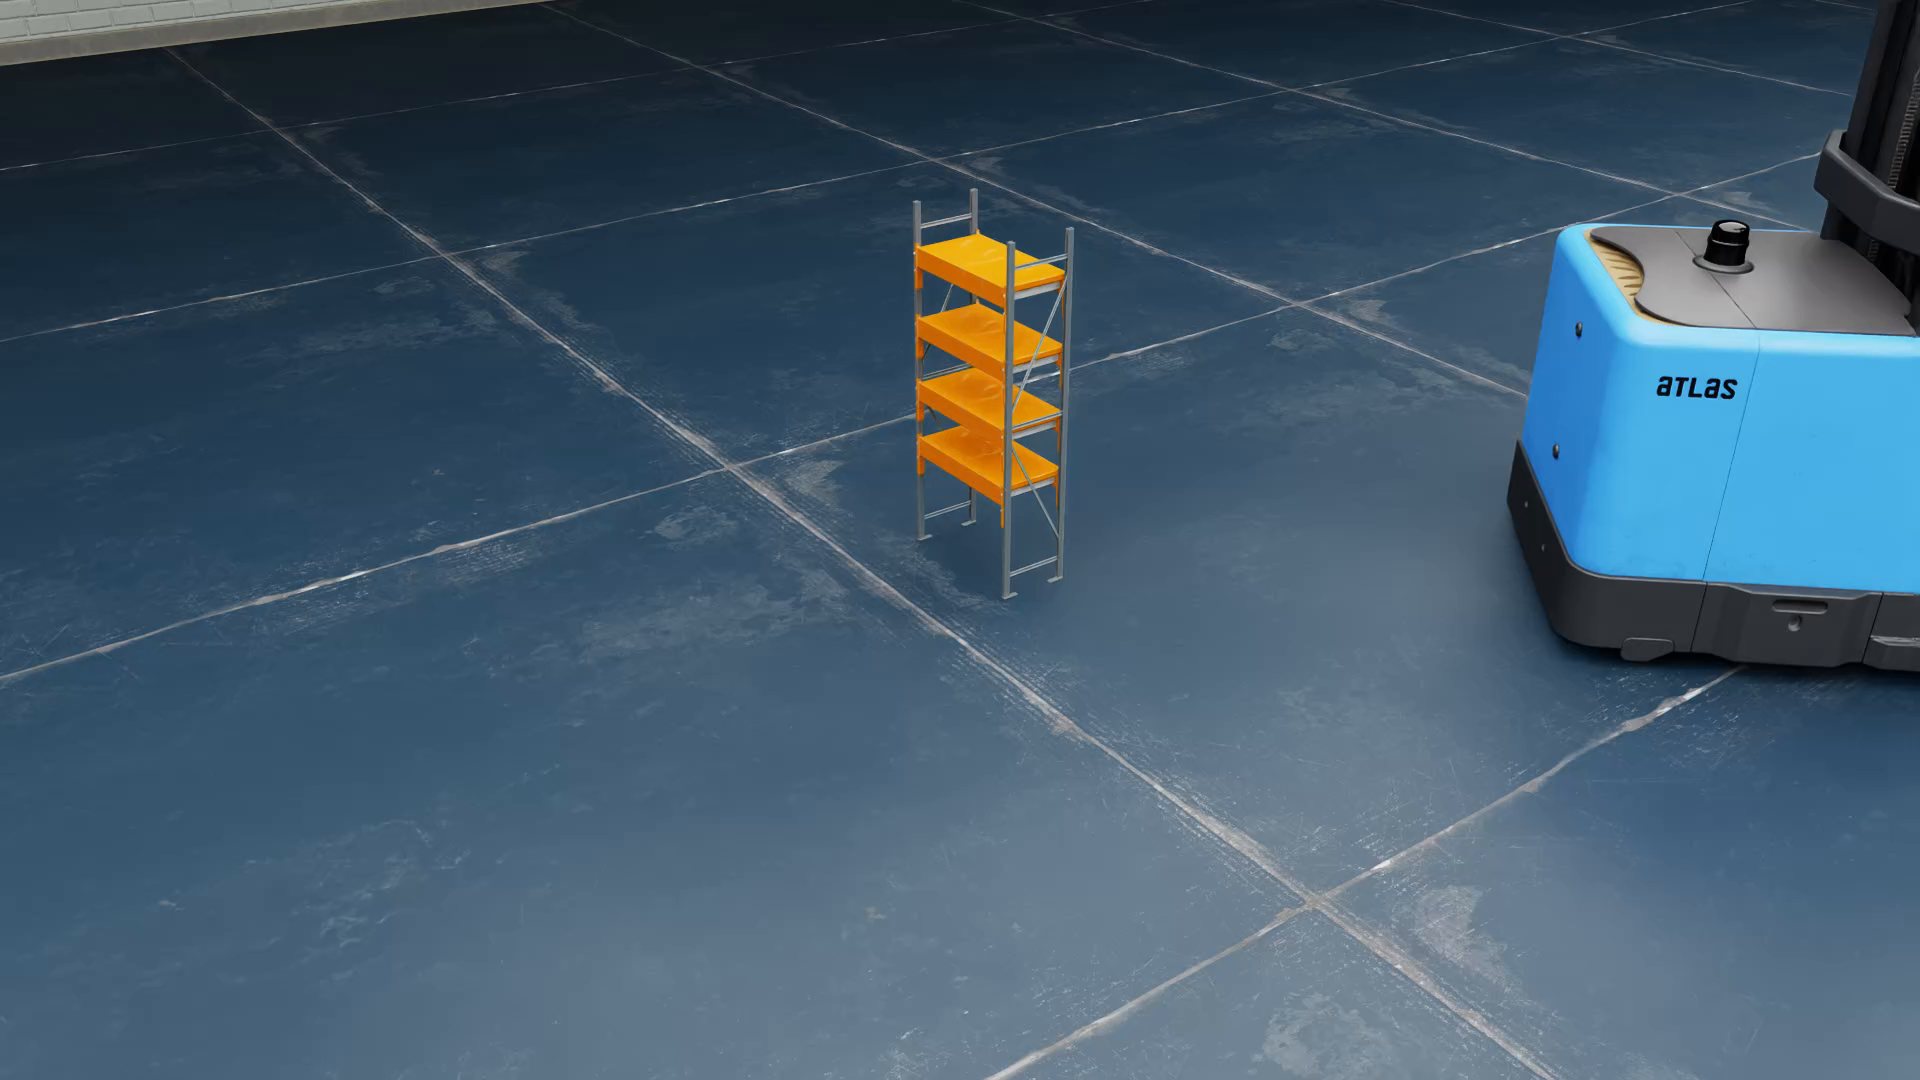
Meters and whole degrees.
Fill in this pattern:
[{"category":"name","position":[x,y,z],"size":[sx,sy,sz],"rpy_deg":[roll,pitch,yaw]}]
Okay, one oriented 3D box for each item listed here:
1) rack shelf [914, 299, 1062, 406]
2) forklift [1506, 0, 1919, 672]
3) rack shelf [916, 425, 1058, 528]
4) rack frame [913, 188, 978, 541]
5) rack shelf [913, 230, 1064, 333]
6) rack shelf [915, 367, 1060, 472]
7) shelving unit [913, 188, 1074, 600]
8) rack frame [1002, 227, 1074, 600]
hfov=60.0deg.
[{"category":"rack shelf","position":[0.096,-0.600,5.271],"size":[0.258,0.148,0.480],"rpy_deg":[-19,34,-31]},{"category":"forklift","position":[3.375,-1.071,4.652],"size":[3.031,2.935,1.130],"rpy_deg":[3,29,6]},{"category":"rack shelf","position":[0.096,-0.229,5.472],"size":[0.258,0.148,0.480],"rpy_deg":[-19,34,-31]},{"category":"rack frame","position":[-0.046,-0.558,5.520],"size":[0.240,1.200,0.015],"rpy_deg":[-19,34,-31]},{"category":"rack shelf","position":[0.096,-0.808,5.158],"size":[0.258,0.148,0.480],"rpy_deg":[-19,34,-31]},{"category":"rack shelf","position":[0.096,-0.404,5.377],"size":[0.258,0.148,0.480],"rpy_deg":[-19,34,-31]},{"category":"shelving unit","position":[0.096,-0.463,5.345],"size":[0.258,1.200,0.503],"rpy_deg":[-19,34,-31]},{"category":"rack frame","position":[0.238,-0.368,5.170],"size":[0.240,1.200,0.015],"rpy_deg":[-19,34,-31]}]
